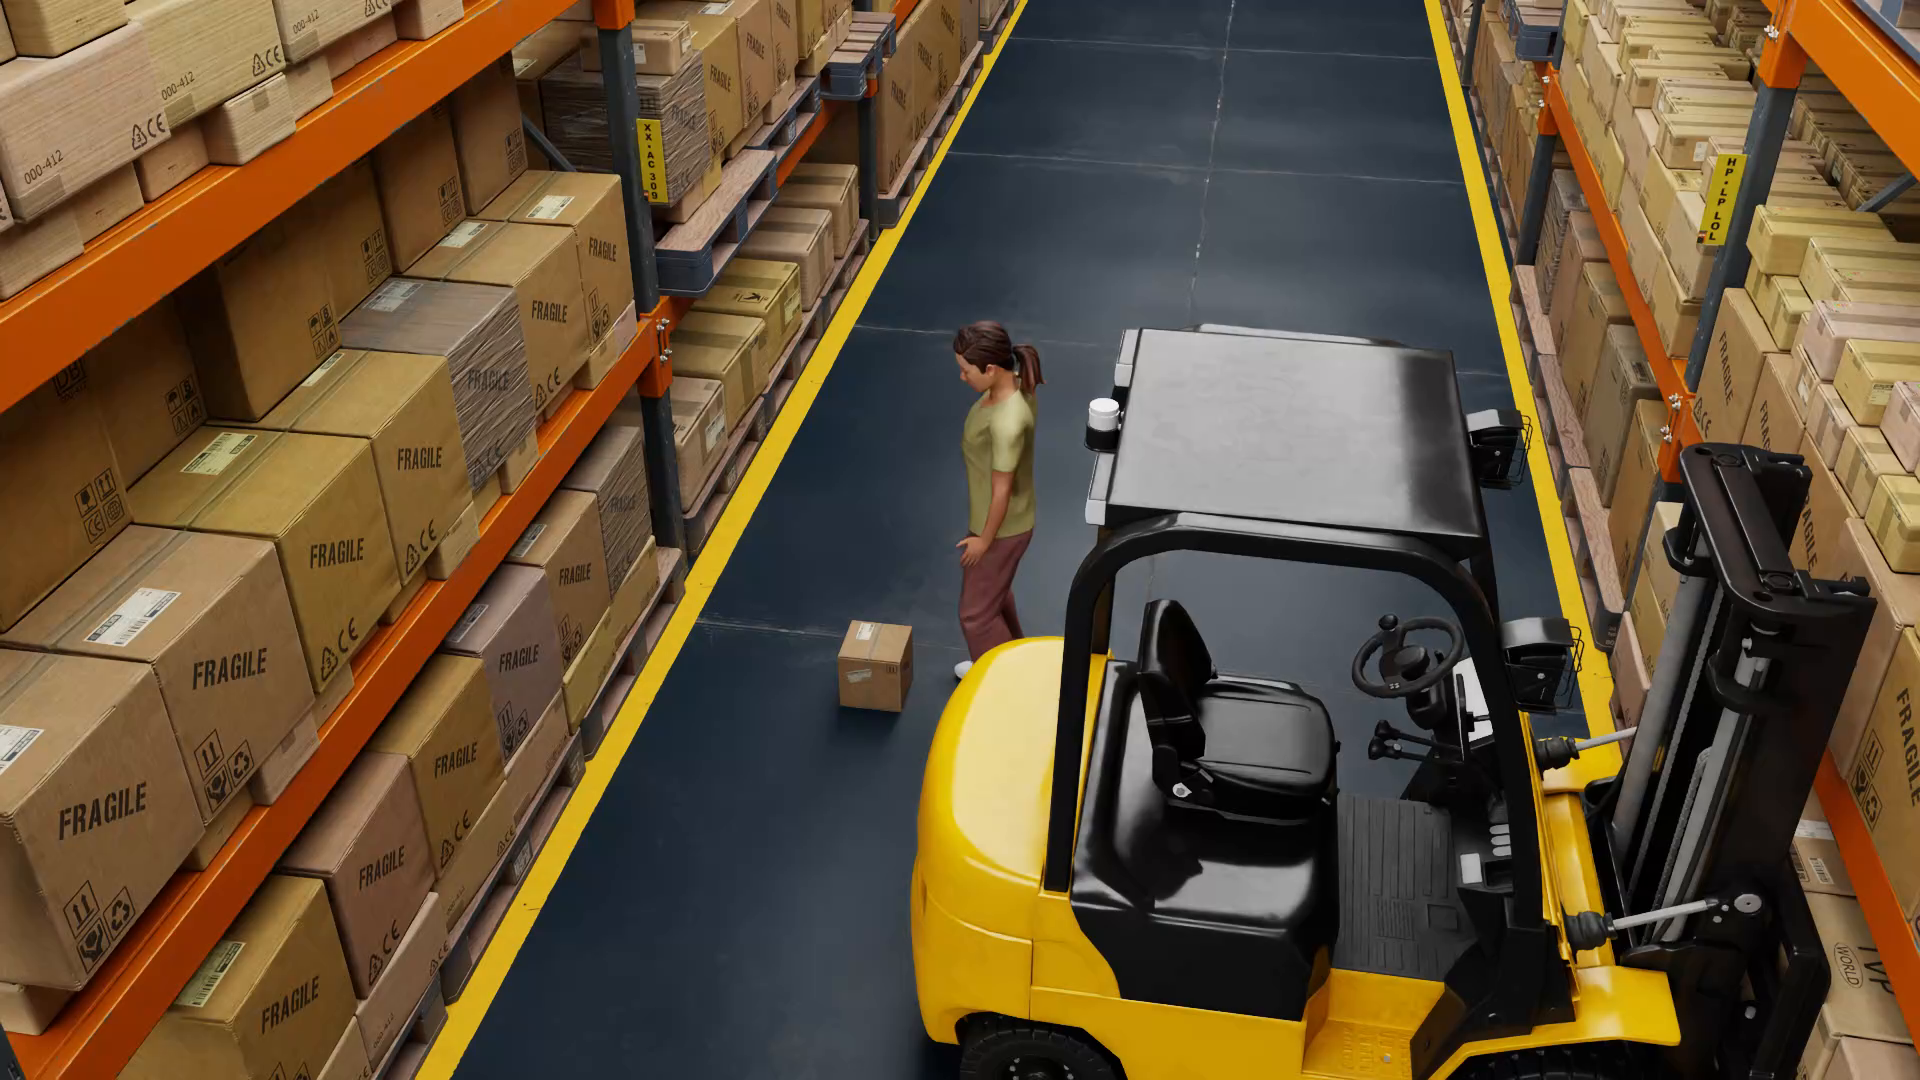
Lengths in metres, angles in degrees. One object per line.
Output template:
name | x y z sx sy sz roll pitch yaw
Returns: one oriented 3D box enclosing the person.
person | 0.137 -0.065 6.261 0.356 1.663 0.455 2 33 3
